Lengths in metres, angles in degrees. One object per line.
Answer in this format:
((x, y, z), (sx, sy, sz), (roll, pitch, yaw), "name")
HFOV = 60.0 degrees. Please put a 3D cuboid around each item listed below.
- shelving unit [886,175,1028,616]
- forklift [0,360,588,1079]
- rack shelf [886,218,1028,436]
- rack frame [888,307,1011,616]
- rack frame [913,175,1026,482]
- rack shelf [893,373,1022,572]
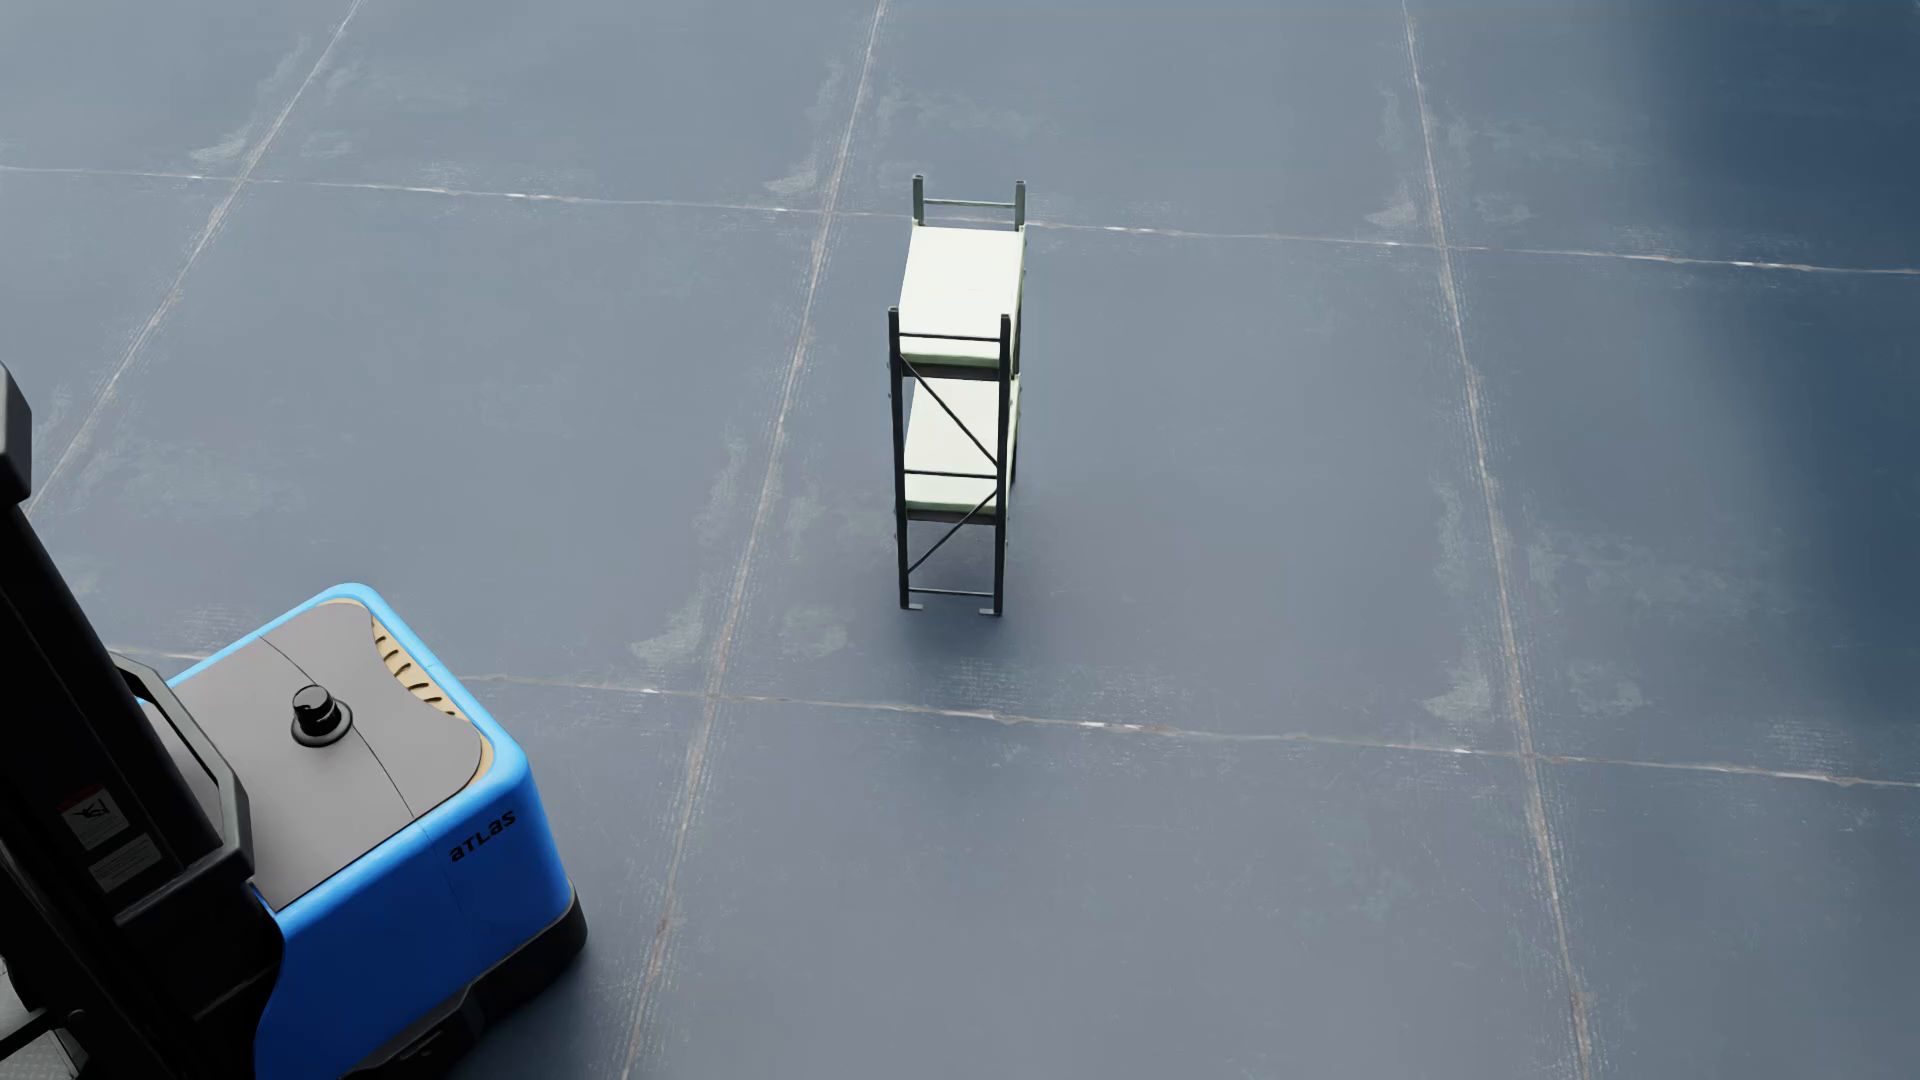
((-0.001, -0.501, 6.192), (0.431, 1.500, 0.755), (4, 48, 4), "shelving unit")
((-2.642, 0.848, 3.988), (3.031, 2.935, 1.130), (-35, 56, -28), "forklift")
((-0.001, -0.765, 5.904), (0.431, 0.370, 0.720), (4, 48, 4), "rack shelf")
((-0.034, -0.232, 5.946), (0.400, 1.500, 0.023), (4, 48, 4), "rack frame")
((0.033, -0.770, 6.438), (0.400, 1.500, 0.023), (4, 48, 4), "rack frame")
((-0.001, -0.281, 6.433), (0.431, 0.370, 0.720), (4, 48, 4), "rack shelf")
